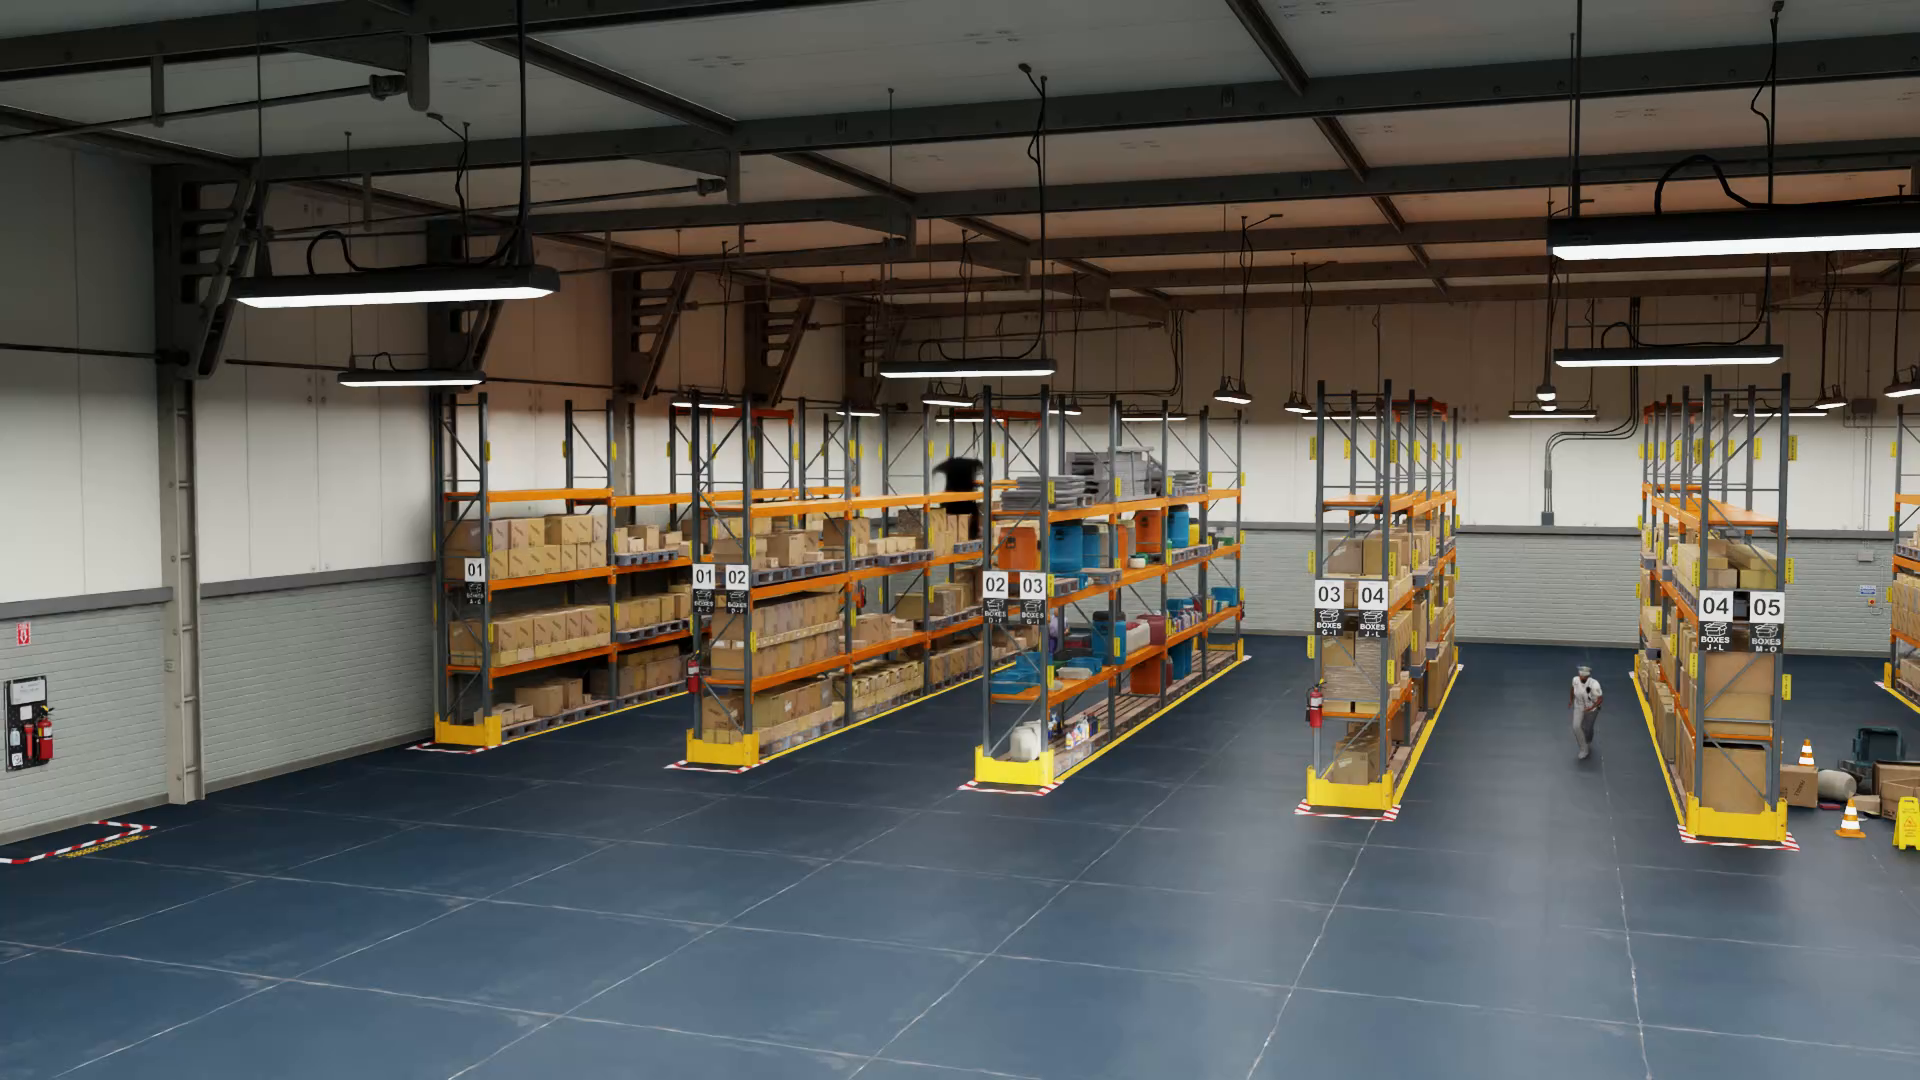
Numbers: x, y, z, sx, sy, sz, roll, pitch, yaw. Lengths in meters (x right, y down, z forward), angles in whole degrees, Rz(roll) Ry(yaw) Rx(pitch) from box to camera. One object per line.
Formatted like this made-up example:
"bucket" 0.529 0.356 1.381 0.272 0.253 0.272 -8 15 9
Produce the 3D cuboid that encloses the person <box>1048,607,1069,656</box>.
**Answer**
"person" 2.161 2.258 36.586 0.496 1.665 0.788 1 3 11

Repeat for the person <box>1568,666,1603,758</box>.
"person" 10.304 2.782 27.320 0.584 1.505 1.028 2 4 32

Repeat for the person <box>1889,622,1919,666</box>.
"person" 21.459 2.136 37.769 0.873 1.673 0.615 0 3 5
